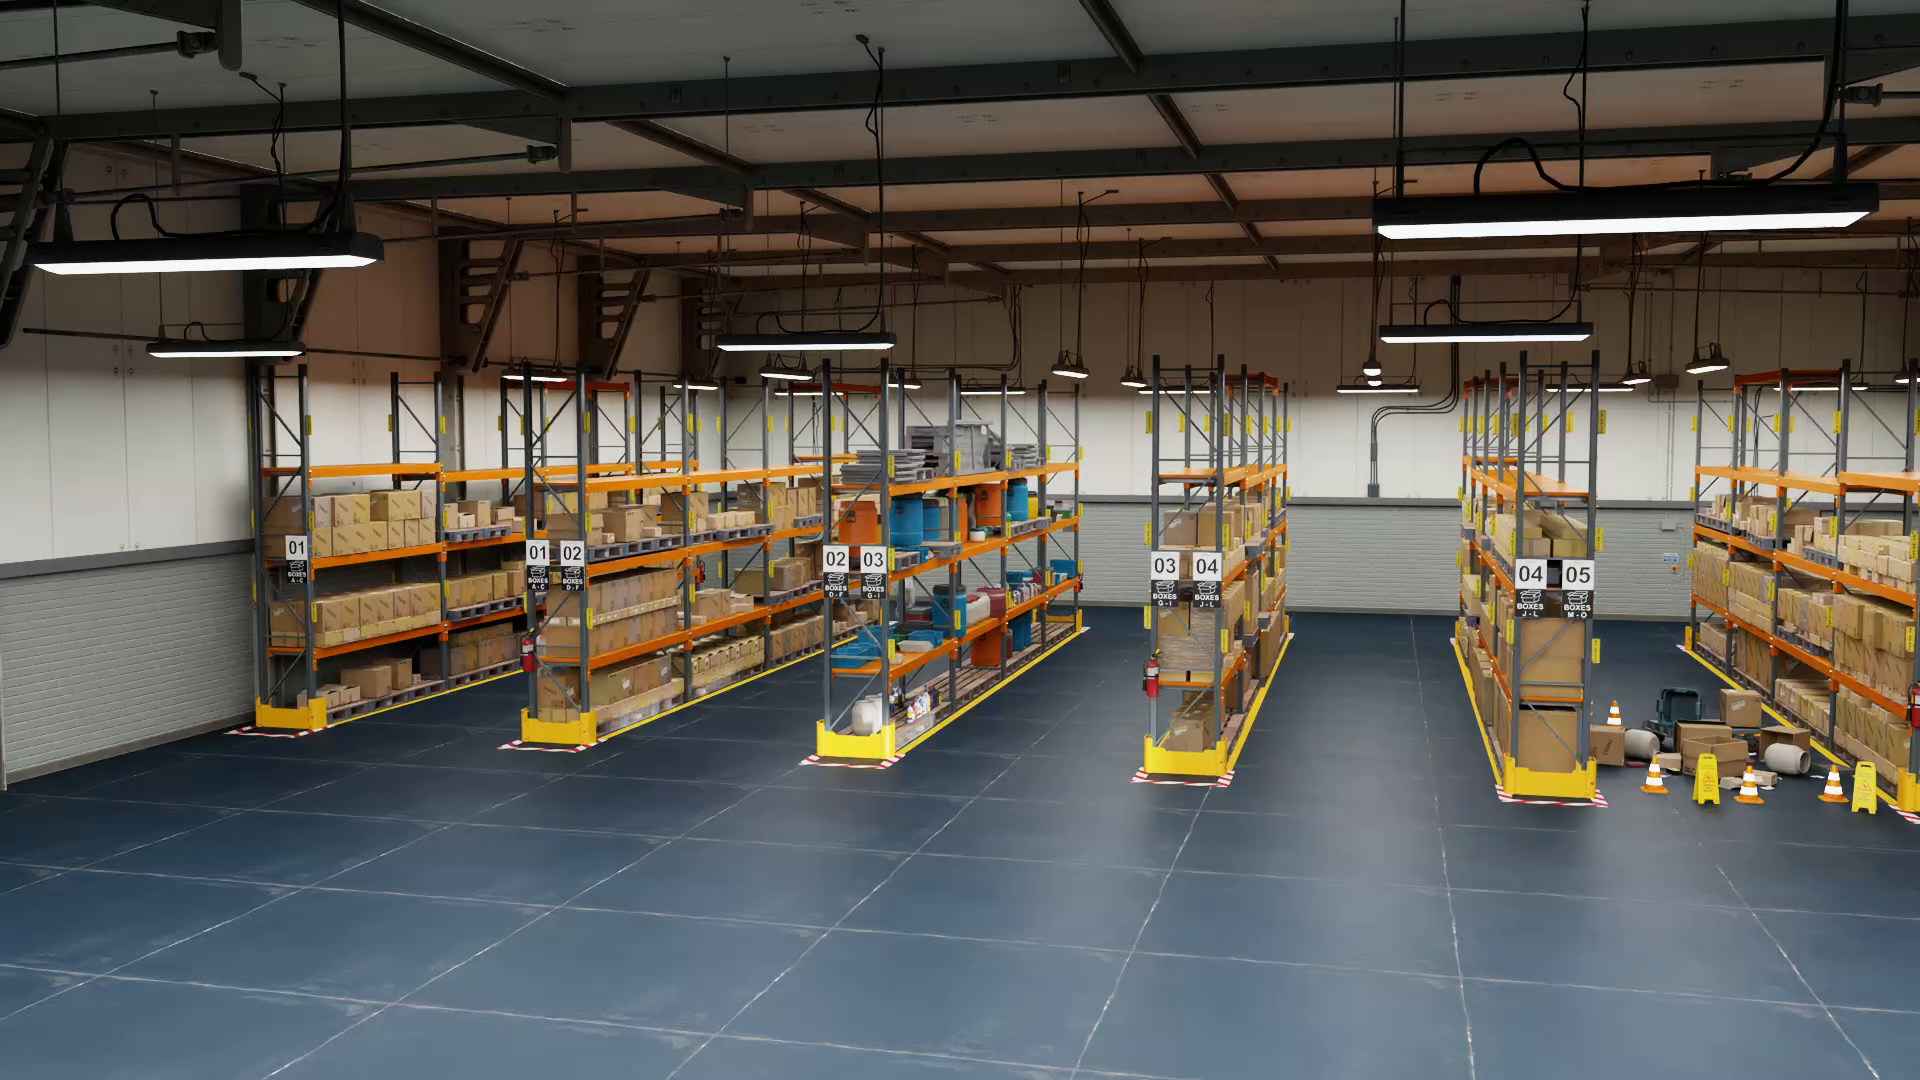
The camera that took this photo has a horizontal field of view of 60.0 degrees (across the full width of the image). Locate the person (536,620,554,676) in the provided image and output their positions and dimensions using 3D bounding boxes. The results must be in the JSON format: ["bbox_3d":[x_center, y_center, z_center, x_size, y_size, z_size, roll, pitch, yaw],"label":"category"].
[{"bbox_3d":[-7.205,2.203,28.738,0.472,1.682,0.785,0,4,-5],"label":"person"}]

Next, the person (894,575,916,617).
[{"bbox_3d":[-1.374,1.237,42.501,0.621,1.698,0.837,-3,5,-36],"label":"person"}]
